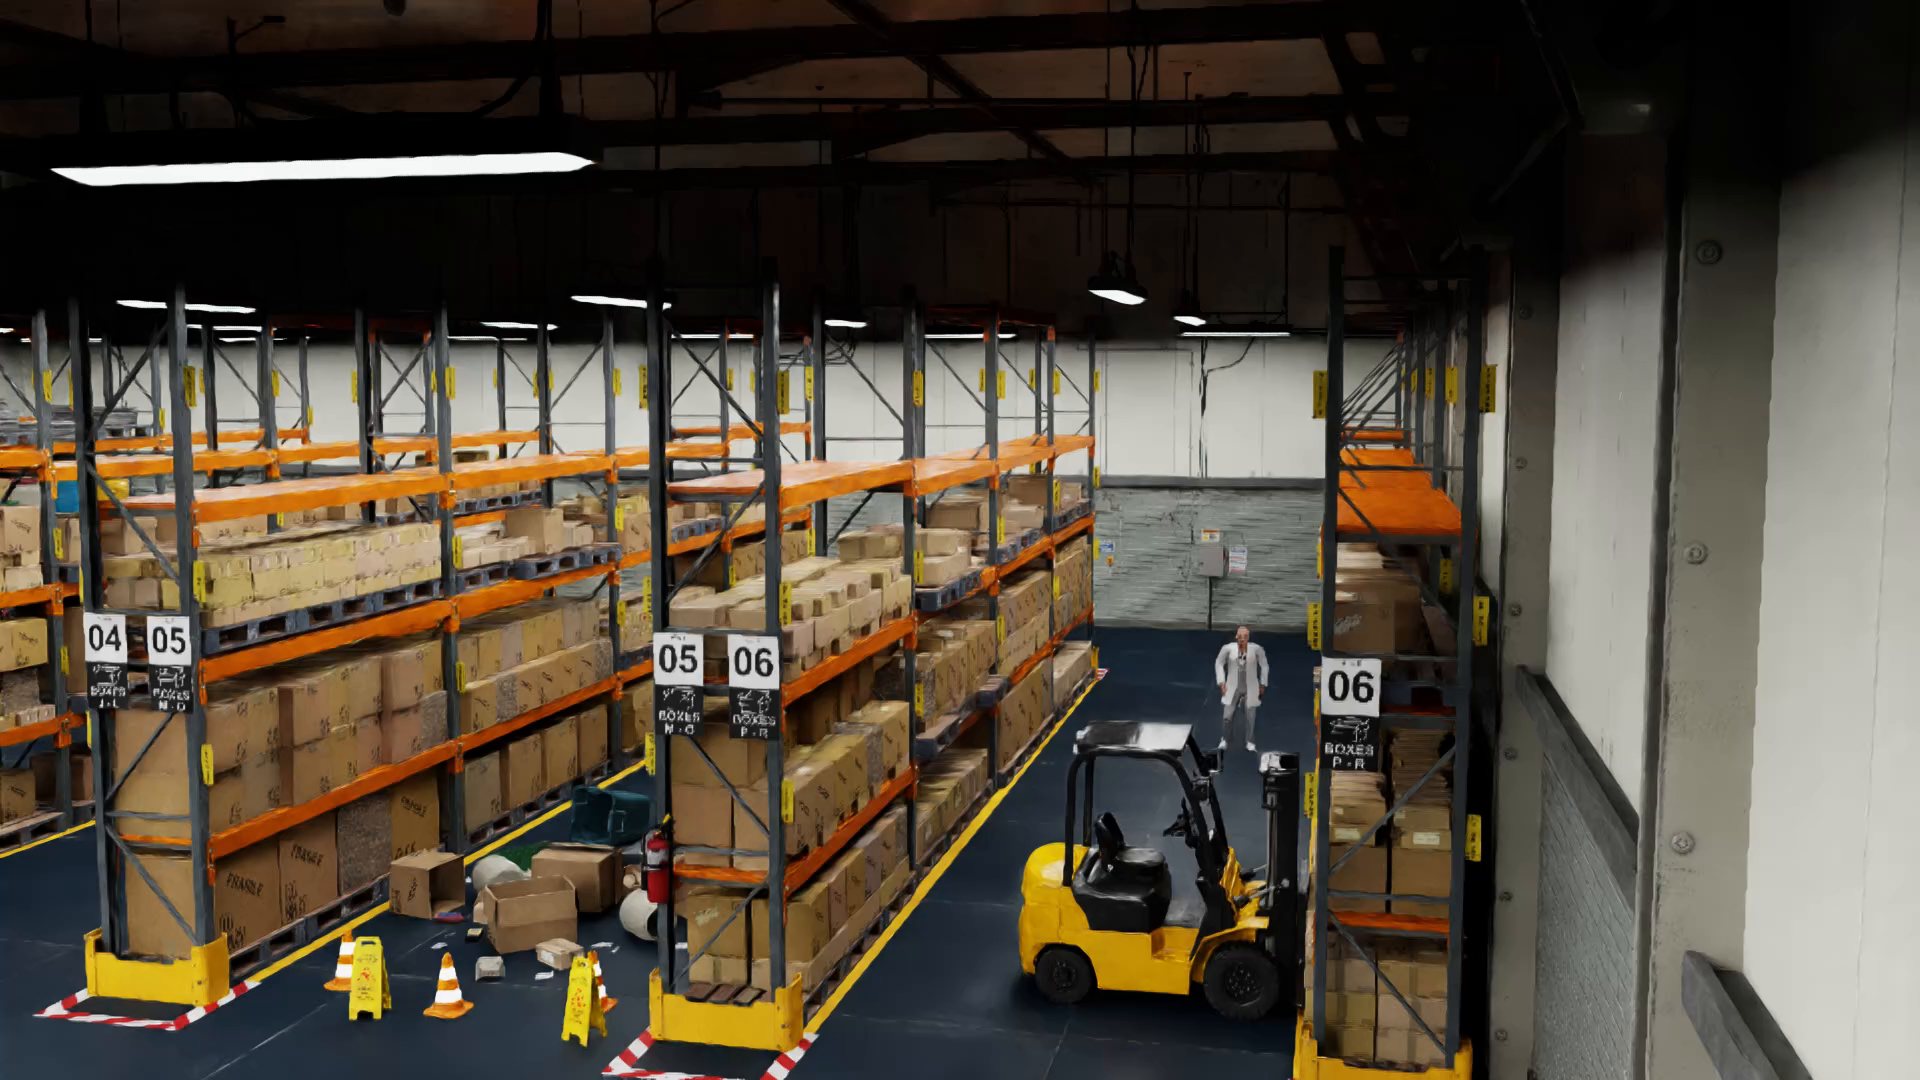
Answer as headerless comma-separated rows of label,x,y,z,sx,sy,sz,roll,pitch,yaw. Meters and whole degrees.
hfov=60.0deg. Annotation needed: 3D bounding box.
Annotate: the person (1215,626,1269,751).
person,3.837,2.016,22.687,0.729,1.733,0.546,1,6,12
